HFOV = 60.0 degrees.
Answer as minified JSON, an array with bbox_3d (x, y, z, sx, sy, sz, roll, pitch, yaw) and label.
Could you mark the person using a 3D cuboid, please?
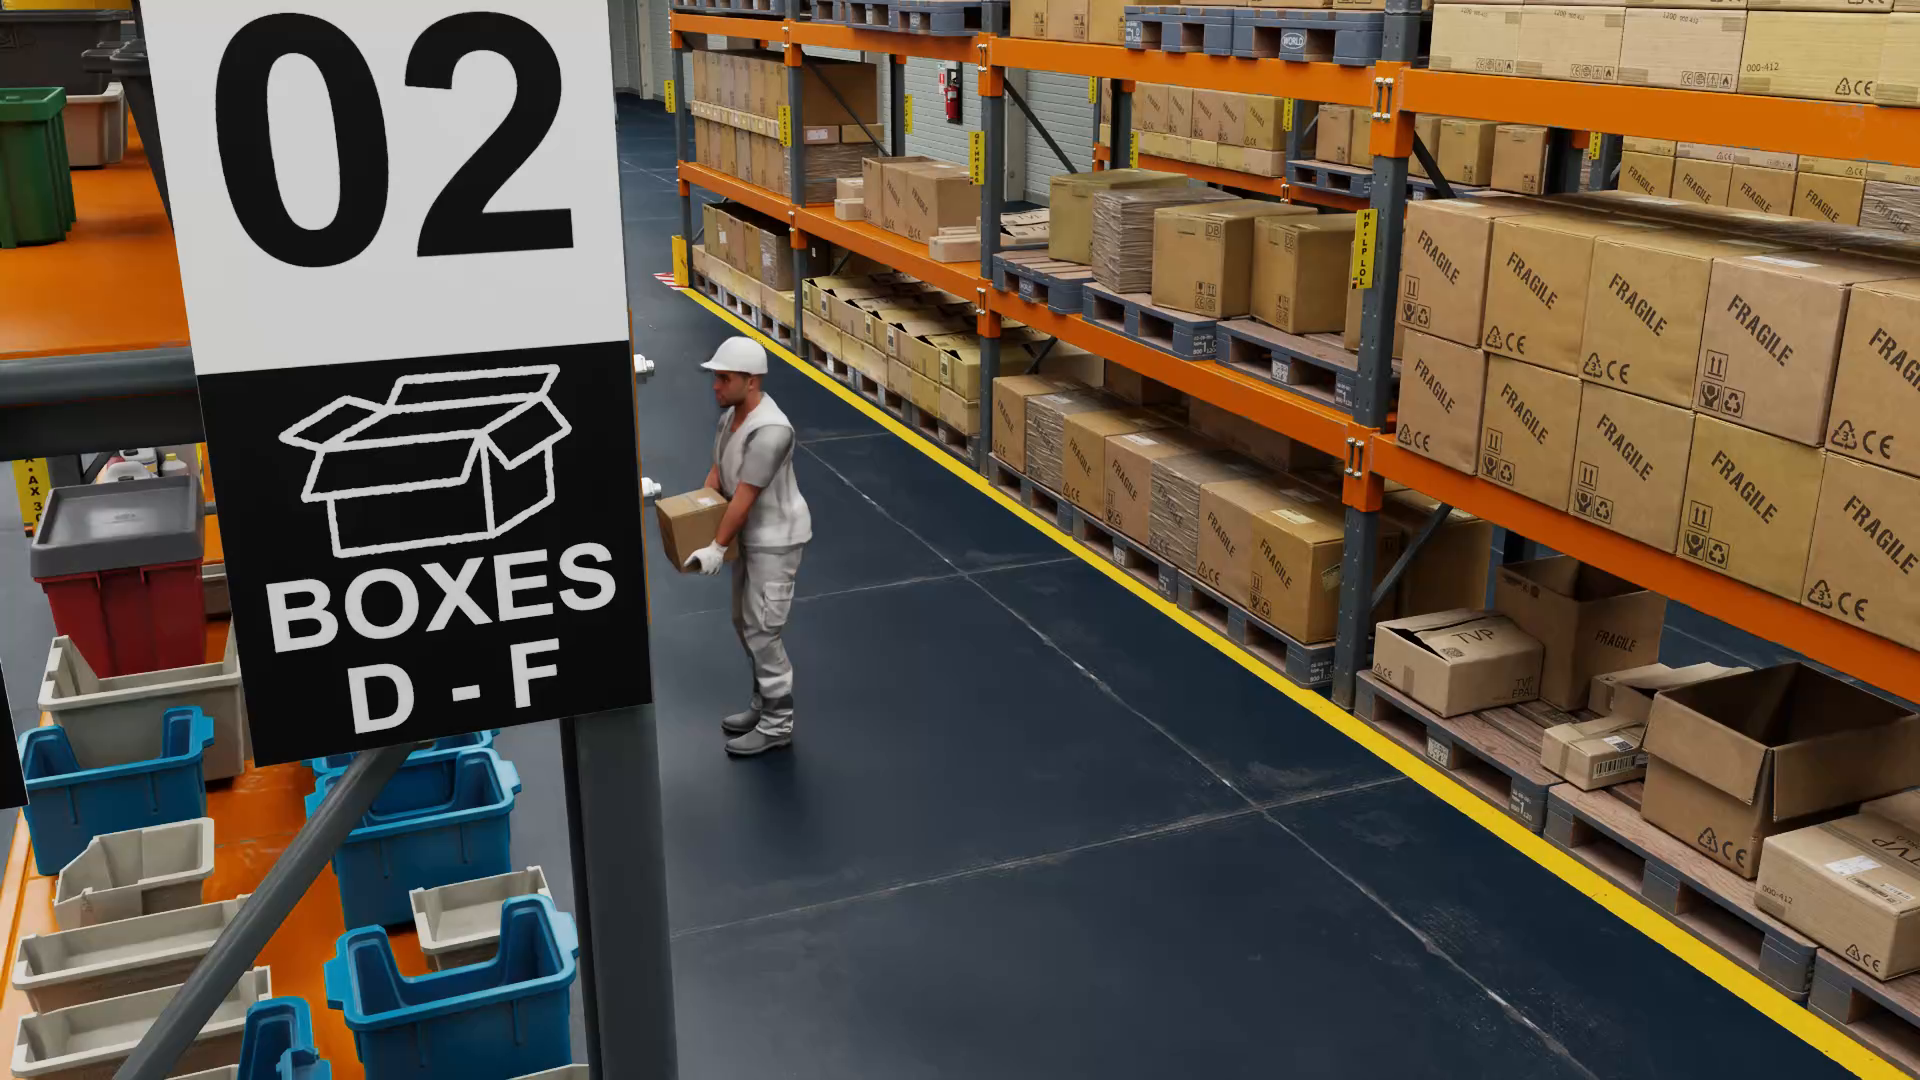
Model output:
[{"bbox_3d":[-0.909,0.031,6.947,0.569,1.777,0.494,-8,20,-23],"label":"person"}]
